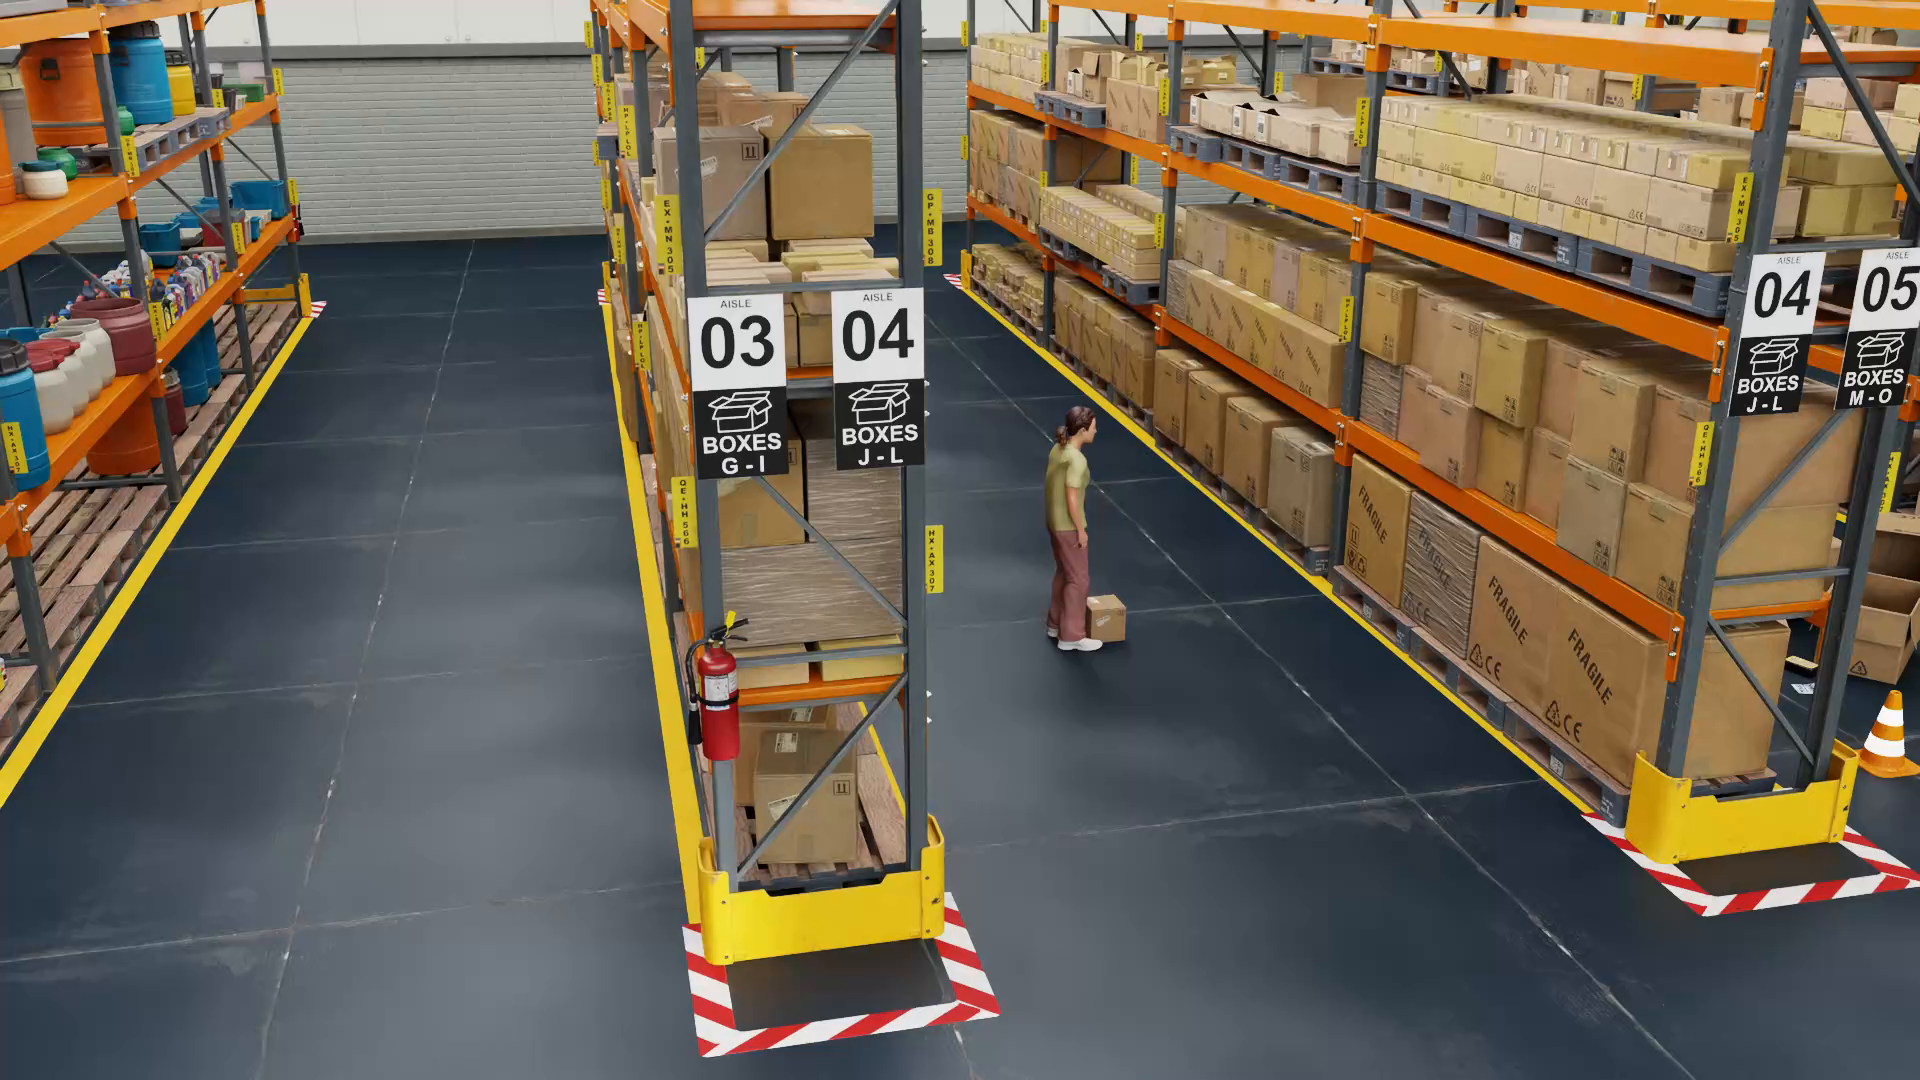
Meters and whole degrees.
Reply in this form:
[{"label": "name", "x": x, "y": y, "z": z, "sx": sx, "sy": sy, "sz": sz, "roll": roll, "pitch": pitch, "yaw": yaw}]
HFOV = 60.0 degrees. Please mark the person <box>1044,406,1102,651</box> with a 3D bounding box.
[{"label": "person", "x": 0.761, "y": -0.094, "z": 11.336, "sx": 0.358, "sy": 1.673, "sz": 0.499, "roll": -4, "pitch": 20, "yaw": -12}]
